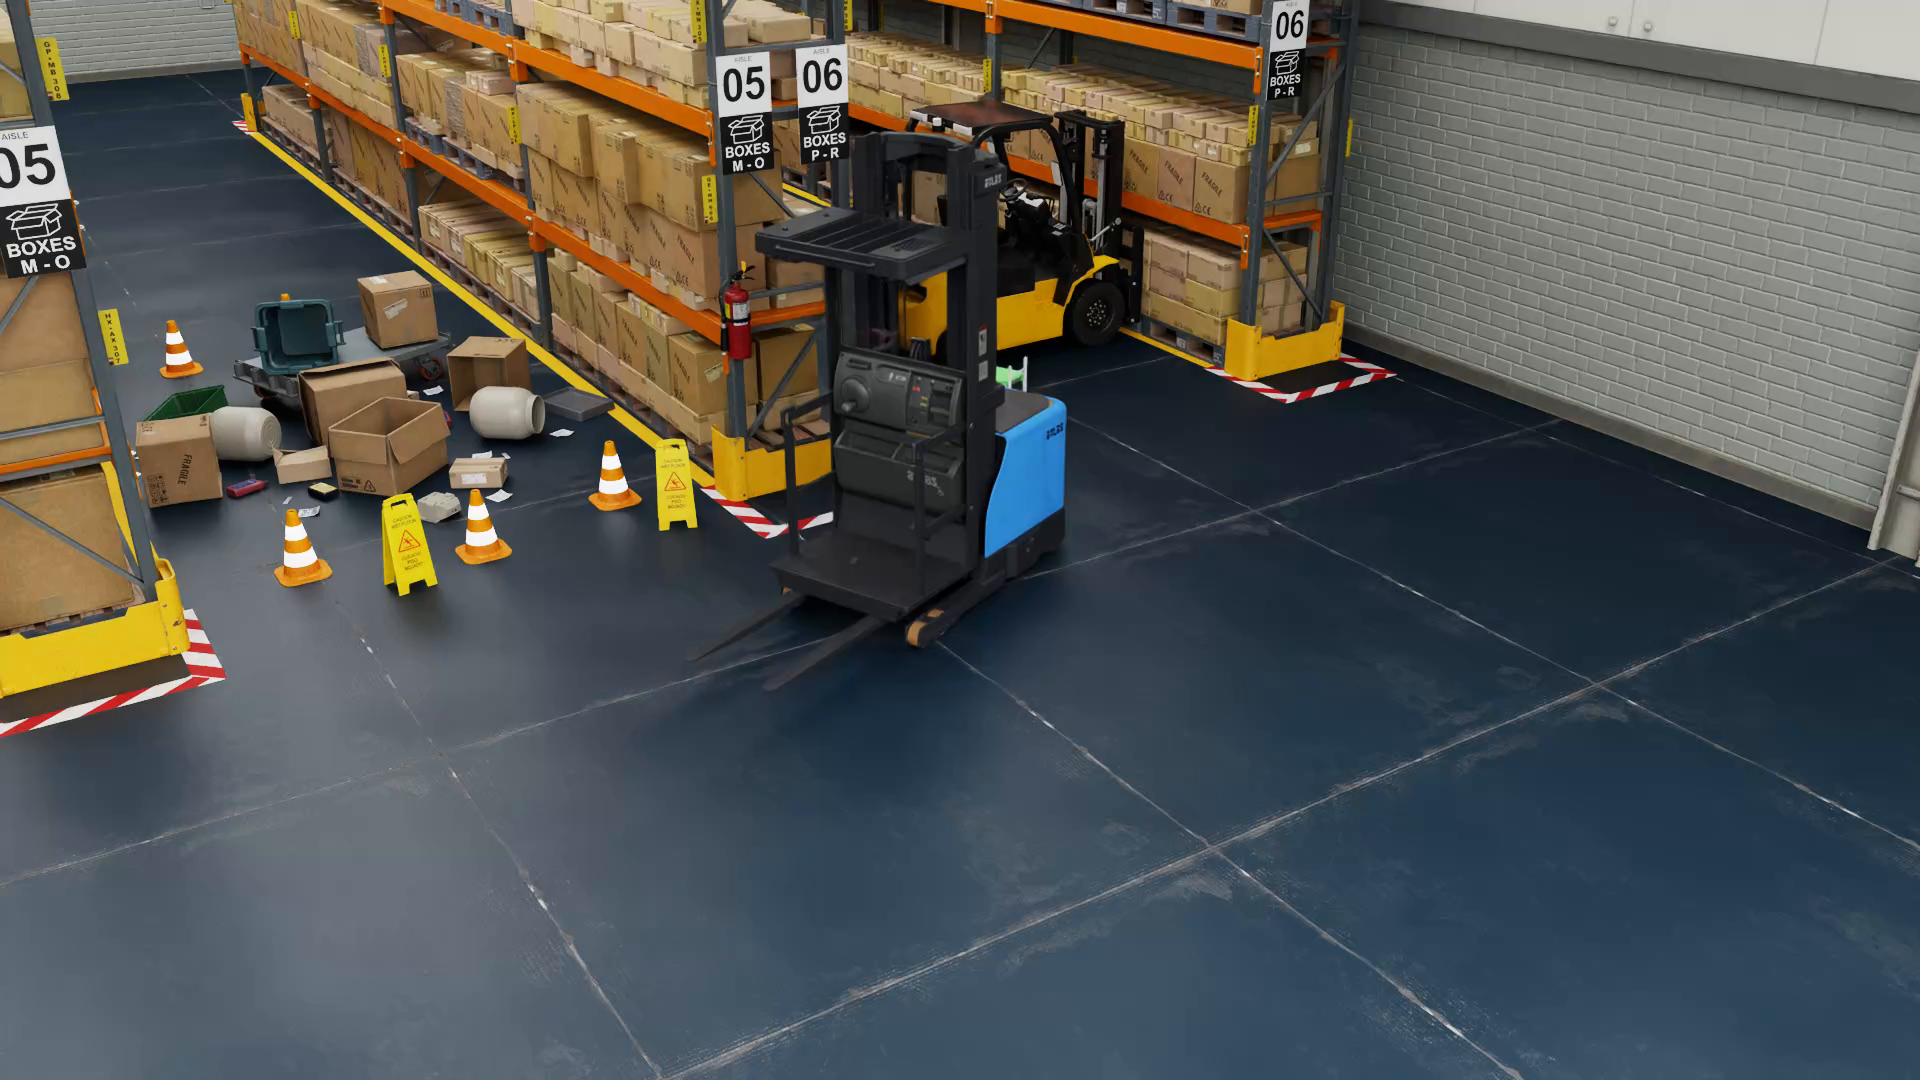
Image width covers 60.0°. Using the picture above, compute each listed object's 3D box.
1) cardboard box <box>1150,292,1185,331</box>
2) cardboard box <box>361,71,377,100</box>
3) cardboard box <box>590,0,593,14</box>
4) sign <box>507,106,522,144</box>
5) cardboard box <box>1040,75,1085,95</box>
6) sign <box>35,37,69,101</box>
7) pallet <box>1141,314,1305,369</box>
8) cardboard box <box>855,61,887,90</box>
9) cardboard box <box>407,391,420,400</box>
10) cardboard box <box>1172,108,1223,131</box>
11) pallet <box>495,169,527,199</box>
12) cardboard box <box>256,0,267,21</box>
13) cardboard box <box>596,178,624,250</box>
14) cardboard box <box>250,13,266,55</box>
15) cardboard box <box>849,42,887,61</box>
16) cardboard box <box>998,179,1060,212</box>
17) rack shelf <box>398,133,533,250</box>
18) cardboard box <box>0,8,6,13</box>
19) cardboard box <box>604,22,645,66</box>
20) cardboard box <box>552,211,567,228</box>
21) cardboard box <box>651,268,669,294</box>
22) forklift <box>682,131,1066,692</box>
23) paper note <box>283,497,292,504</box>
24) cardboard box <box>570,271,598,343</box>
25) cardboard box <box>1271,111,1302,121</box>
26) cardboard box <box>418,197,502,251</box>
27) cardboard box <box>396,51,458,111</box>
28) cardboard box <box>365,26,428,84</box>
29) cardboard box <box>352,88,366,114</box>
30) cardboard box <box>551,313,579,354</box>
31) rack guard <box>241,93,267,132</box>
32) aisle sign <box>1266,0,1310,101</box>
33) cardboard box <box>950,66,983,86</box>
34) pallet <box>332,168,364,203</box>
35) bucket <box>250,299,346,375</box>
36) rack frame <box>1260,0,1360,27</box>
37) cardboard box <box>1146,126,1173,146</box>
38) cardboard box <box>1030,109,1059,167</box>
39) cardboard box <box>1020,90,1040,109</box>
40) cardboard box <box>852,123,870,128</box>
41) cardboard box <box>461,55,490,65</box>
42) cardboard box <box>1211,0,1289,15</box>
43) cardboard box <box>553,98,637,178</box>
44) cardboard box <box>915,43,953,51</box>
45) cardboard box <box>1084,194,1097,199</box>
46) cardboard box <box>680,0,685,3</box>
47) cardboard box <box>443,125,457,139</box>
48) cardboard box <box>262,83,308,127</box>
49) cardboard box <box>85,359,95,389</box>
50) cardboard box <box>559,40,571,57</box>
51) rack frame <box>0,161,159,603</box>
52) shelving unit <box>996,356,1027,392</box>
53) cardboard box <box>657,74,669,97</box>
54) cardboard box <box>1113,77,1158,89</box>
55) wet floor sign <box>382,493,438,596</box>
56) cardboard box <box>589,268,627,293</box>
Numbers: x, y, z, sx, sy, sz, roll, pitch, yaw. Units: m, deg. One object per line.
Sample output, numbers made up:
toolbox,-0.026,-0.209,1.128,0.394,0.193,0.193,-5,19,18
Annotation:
cardboard box,2.129,-2.179,15.543,0.500,0.250,0.500,-16,29,-30
cardboard box,-6.371,-5.116,18.625,0.500,0.250,0.500,-16,30,-31
cardboard box,-2.611,-4.108,12.747,0.380,0.149,0.250,-15,29,-29
sign,-3.890,-3.623,14.517,0.100,0.325,0.005,-16,29,-30
cardboard box,1.020,-4.517,16.541,0.380,0.149,0.250,-16,30,-31
sign,-4.867,-2.524,8.916,0.100,0.325,0.005,-16,29,-30
pallet,2.461,-1.960,15.618,1.003,0.211,1.213,-16,29,-30
cardboard box,-0.873,-5.391,19.208,0.500,0.250,0.500,-16,30,-31
cardboard box,-4.780,-1.202,13.948,0.396,0.266,0.258,7,26,15
cardboard box,2.142,-3.784,14.990,0.380,0.149,0.250,-15,29,-29
pallet,-3.722,-3.451,15.733,1.003,0.211,1.213,-16,29,-30
cardboard box,-9.106,-7.238,22.242,0.500,0.500,0.500,-15,29,-29
cardboard box,-2.571,-2.655,13.357,0.500,0.500,0.500,-15,29,-29
cardboard box,-9.394,-6.968,22.843,0.500,0.500,0.500,-16,29,-30
cardboard box,-1.065,-5.703,19.403,0.380,0.149,0.250,-15,29,-29
cardboard box,0.731,-3.541,17.257,0.500,0.250,0.500,-16,30,-30
rack shelf,-4.519,-3.620,16.710,1.077,0.370,4.000,-16,29,-30
cardboard box,-5.944,-3.097,9.996,0.380,0.149,0.250,-16,30,-30
cardboard box,-2.309,-3.708,12.366,0.500,0.250,0.500,-15,29,-28
cardboard box,-3.342,-2.851,14.532,0.380,0.149,0.250,-15,29,-28
cardboard box,-2.146,-2.016,12.764,0.380,0.149,0.250,-15,29,-29
forklift,-0.507,-0.888,10.160,1.130,2.935,3.031,16,30,30
paper note,-4.983,-0.294,12.323,0.032,0.001,0.123,-1,25,-3
cardboard box,-3.029,-2.053,14.398,0.500,0.500,0.500,-14,29,-28
cardboard box,2.816,-3.710,14.833,0.380,0.149,0.250,-14,29,-28
cardboard box,-5.310,-3.458,18.110,0.950,0.372,0.625,-18,31,-33
cardboard box,-5.559,-4.816,17.442,0.500,0.500,0.500,-16,30,-31
cardboard box,-6.112,-5.282,18.100,0.500,0.500,0.500,-16,30,-31
cardboard box,-6.658,-5.076,19.128,0.500,0.250,0.500,-16,30,-30
cardboard box,-3.331,-1.903,14.958,0.500,0.250,0.500,-17,30,-32
rack guard,-9.991,-6.401,24.685,1.175,0.500,0.348,-16,29,-30
aisle sign,2.703,-4.041,13.714,0.394,0.787,0.004,-16,29,-30
cardboard box,0.112,-4.985,17.882,0.380,0.149,0.250,-16,29,-30
pallet,-7.310,-4.572,21.150,1.003,0.211,1.213,-16,29,-30
bucket,-5.513,-1.736,13.930,0.726,0.611,0.620,-6,16,-12
rack frame,2.913,-5.670,13.183,1.000,3.000,0.127,-16,29,-30
cardboard box,1.924,-3.722,15.207,0.380,0.149,0.250,-17,30,-31
cardboard box,1.052,-4.032,16.622,0.500,0.500,0.500,-15,29,-29
cardboard box,0.826,-4.459,16.768,0.380,0.149,0.250,-15,29,-28
cardboard box,-1.449,-5.095,21.427,0.500,0.500,0.500,-14,29,-28
cardboard box,-4.838,-4.750,17.304,0.500,0.500,0.500,-16,30,-30
cardboard box,2.468,-4.696,13.906,0.500,0.500,0.500,-14,29,-28
cardboard box,-2.856,-3.280,13.511,0.700,0.500,0.500,-16,30,-31
cardboard box,-0.304,-5.661,19.313,0.380,0.149,0.250,-16,30,-30
cardboard box,1.450,-3.478,17.124,0.500,0.250,0.500,-16,30,-30
cardboard box,-2.071,-4.129,12.792,0.380,0.149,0.250,-15,29,-29
cardboard box,-5.022,-4.189,16.874,0.380,0.149,0.250,-14,29,-27
cardboard box,-9.534,-6.341,24.140,0.875,0.438,0.875,-17,30,-31
cardboard box,-6.095,-1.221,10.609,0.875,0.550,0.550,-16,29,-30
cardboard box,-3.035,-4.036,13.529,0.380,0.149,0.250,-15,29,-28
rack frame,-5.336,-0.610,9.490,1.000,3.000,0.127,-16,29,-30
shelving unit,0.192,-0.753,11.903,0.503,1.200,0.258,14,29,28
cardboard box,-1.952,-3.289,11.947,0.380,0.149,0.250,-15,29,-28
cardboard box,1.729,-4.454,16.409,0.380,0.149,0.250,-16,30,-30
wet floor sign,-3.661,0.004,10.949,0.267,0.644,0.232,-22,33,-38
cardboard box,-2.882,-2.197,13.944,0.380,0.149,0.250,-14,29,-27
